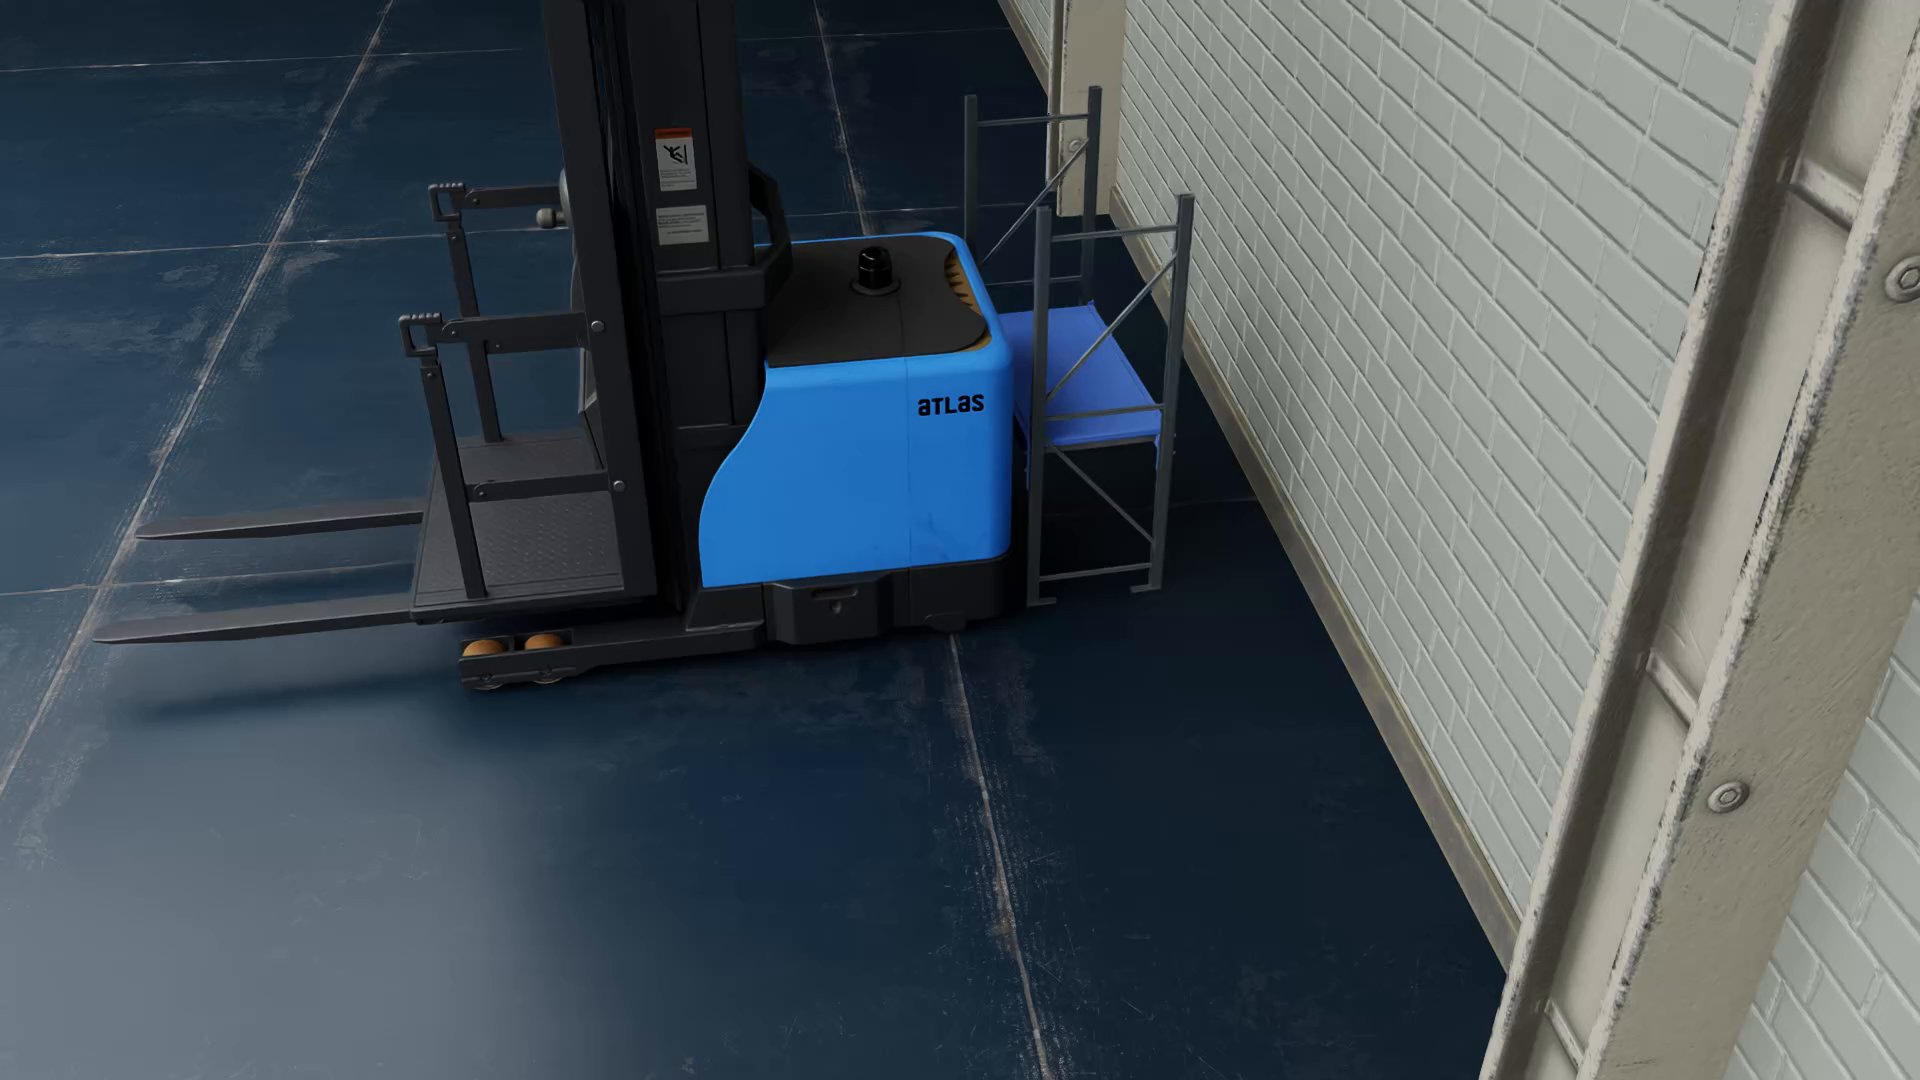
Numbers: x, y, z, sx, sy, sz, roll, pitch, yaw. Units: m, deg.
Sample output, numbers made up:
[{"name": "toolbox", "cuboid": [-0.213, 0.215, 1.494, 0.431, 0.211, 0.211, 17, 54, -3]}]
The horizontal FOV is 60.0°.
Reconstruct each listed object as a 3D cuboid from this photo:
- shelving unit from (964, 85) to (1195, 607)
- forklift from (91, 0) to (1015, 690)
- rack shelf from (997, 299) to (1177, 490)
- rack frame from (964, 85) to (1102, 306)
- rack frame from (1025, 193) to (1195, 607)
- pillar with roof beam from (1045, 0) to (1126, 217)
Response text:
[{"name": "shelving unit", "cuboid": [0.371, -0.700, 5.946, 0.538, 1.500, 1.048, -7, 35, -10]}, {"name": "forklift", "cuboid": [-1.380, -1.035, 5.167, 3.031, 2.935, 1.130, -6, 35, -8]}, {"name": "rack shelf", "cuboid": [0.371, -0.552, 6.047, 0.538, 0.185, 1.000, -7, 35, -10]}, {"name": "rack frame", "cuboid": [0.263, -0.980, 6.356, 0.500, 1.500, 0.032, -7, 35, -10]}, {"name": "rack frame", "cuboid": [0.479, -0.421, 5.535, 0.500, 1.500, 0.032, -7, 35, -10]}, {"name": "pillar with roof beam", "cuboid": [-3.622, -5.216, 5.913, 9.100, 9.000, 0.400, -4, 35, -6]}]
